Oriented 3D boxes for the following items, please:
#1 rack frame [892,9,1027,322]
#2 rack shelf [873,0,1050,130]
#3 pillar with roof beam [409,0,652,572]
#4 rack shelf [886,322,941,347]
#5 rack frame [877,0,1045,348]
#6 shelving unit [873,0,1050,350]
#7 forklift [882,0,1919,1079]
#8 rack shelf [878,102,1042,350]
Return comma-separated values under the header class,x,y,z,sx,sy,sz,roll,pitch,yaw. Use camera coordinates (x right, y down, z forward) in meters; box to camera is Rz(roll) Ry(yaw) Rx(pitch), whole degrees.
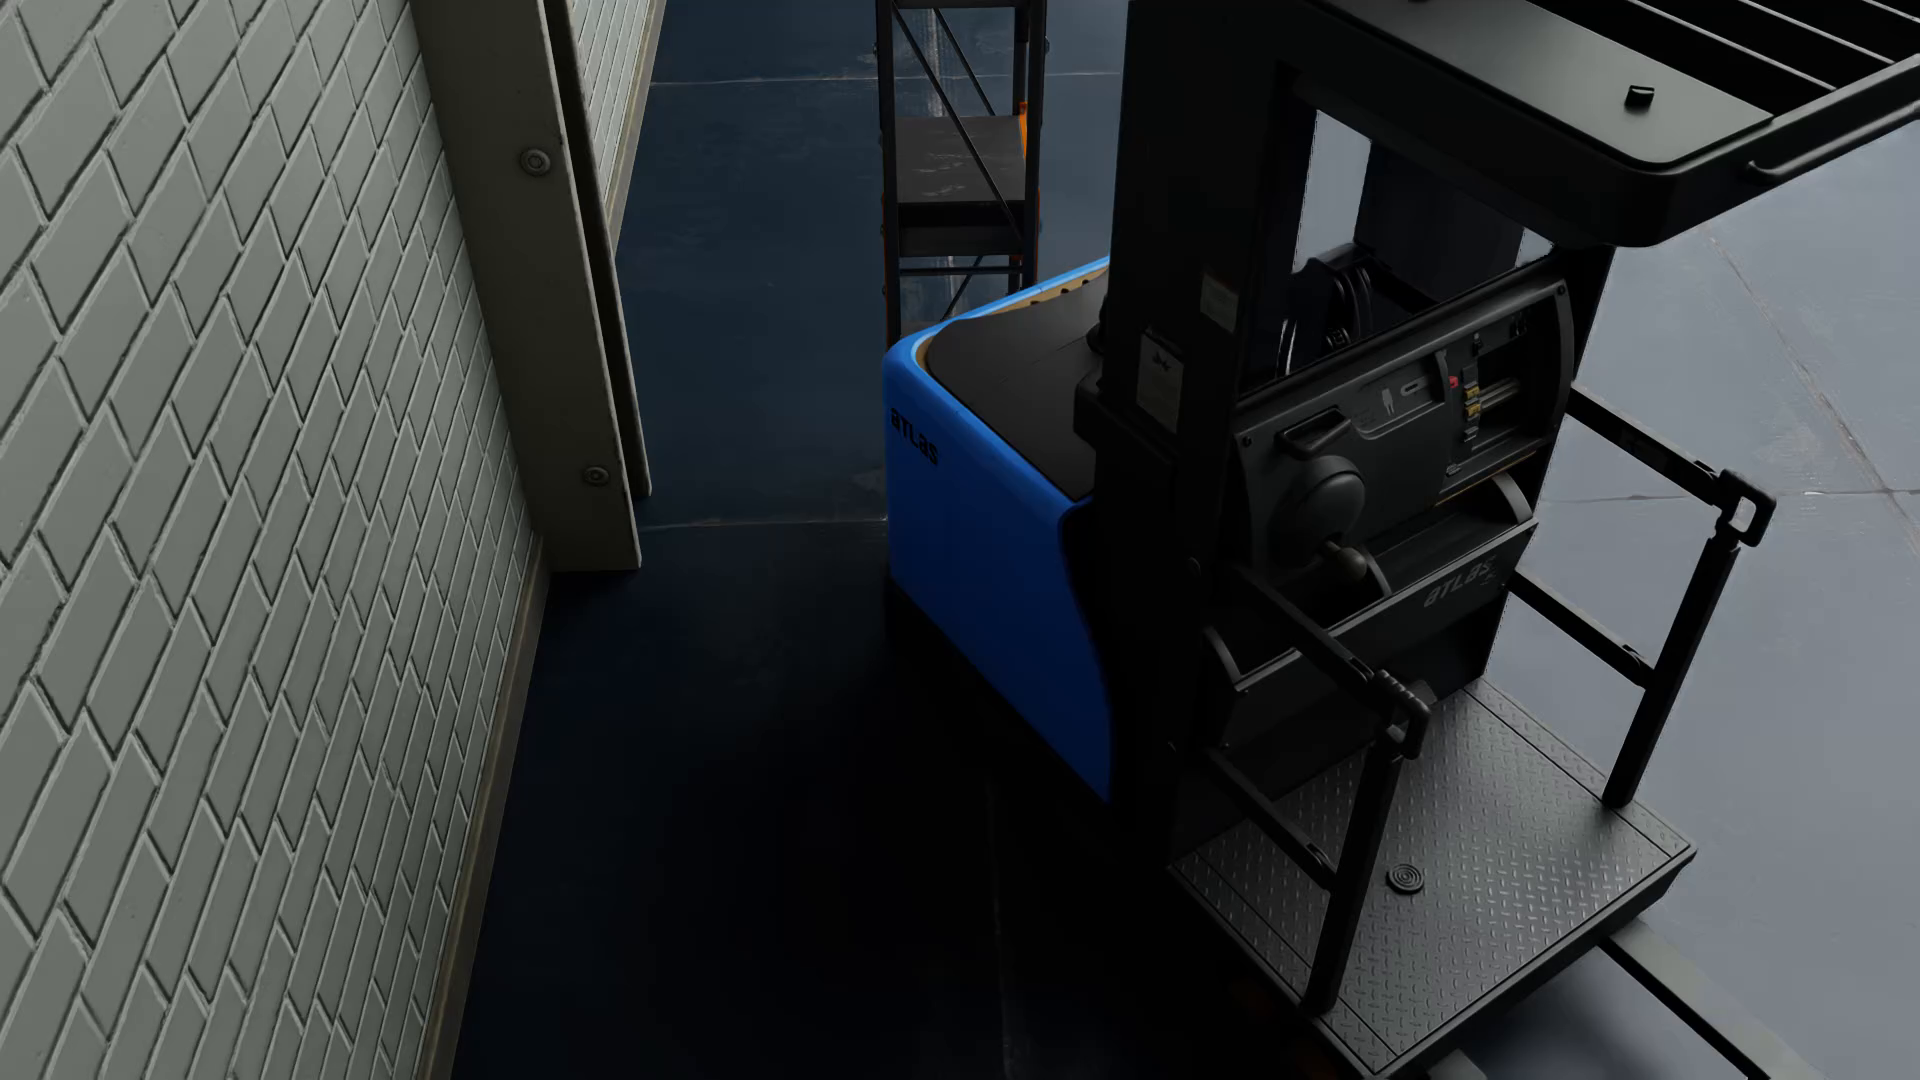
class,x,y,z,sx,sy,sz,roll,pitch,yaw
rack frame,-0.017,-1.051,4.842,0.400,2.100,0.015,-2,43,-2
rack shelf,-0.007,-1.392,4.199,0.431,0.518,0.480,-2,43,-2
pillar with roof beam,3.147,-3.481,2.388,9.100,9.000,0.400,-2,43,-2
rack shelf,-0.007,-0.360,5.145,0.431,0.518,0.480,-2,43,-2
rack frame,0.003,-0.721,4.483,0.400,2.100,0.015,-2,43,-2
shelving unit,-0.007,-0.886,4.662,0.431,2.100,0.503,-2,43,-2
forklift,1.038,-0.147,3.241,1.130,2.935,3.031,-25,48,-25
rack shelf,-0.007,-0.876,4.672,0.431,0.518,0.480,-2,43,-2
